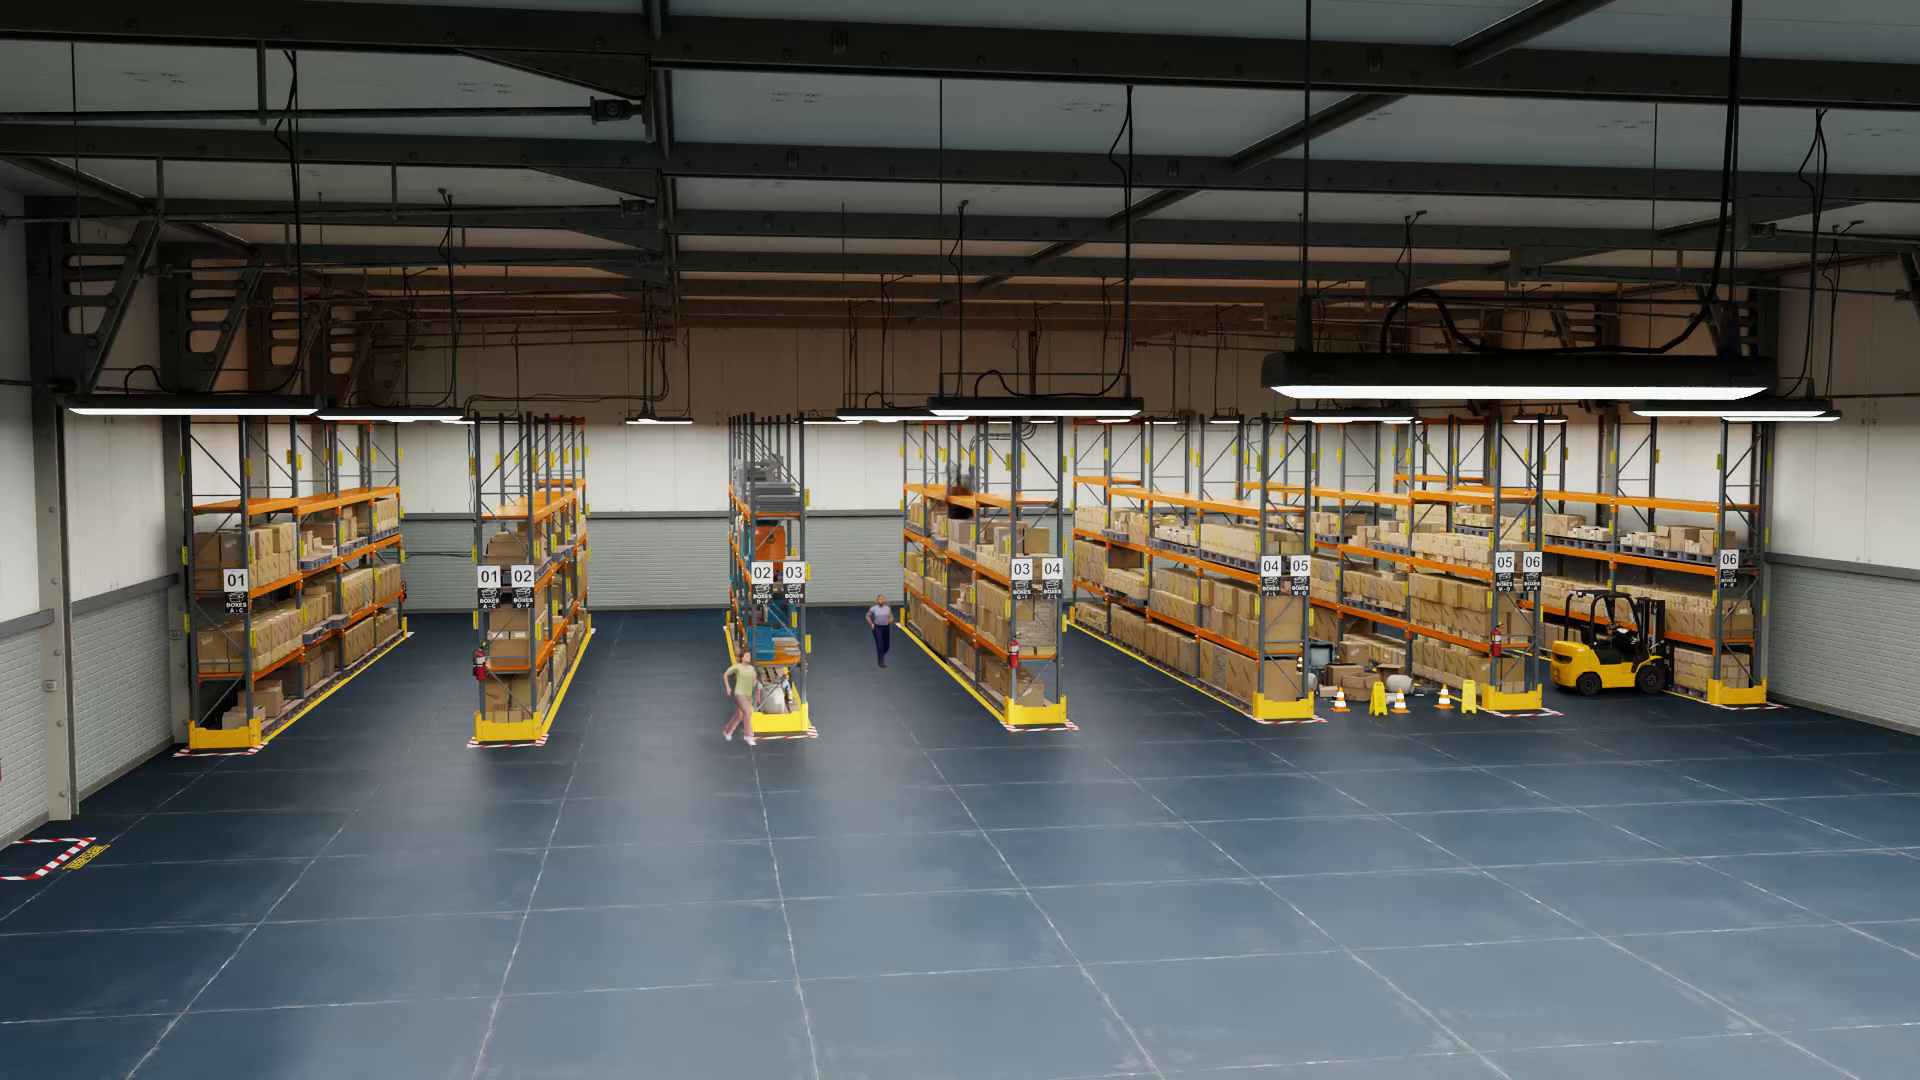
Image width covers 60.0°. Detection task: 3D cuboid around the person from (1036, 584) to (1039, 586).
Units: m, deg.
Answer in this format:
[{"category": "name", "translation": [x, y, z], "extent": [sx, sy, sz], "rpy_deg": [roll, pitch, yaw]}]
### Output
[{"category": "person", "translation": [2.033, 1.663, 48.863], "extent": [0.576, 1.522, 0.628], "rpy_deg": [-3, 5, -39]}]

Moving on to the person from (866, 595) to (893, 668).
[{"category": "person", "translation": [-1.797, 2.070, 37.724], "extent": [0.619, 1.646, 0.736], "rpy_deg": [-2, 4, -22]}]

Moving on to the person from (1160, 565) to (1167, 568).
[{"category": "person", "translation": [5.781, 1.589, 47.226], "extent": [0.661, 1.769, 0.955], "rpy_deg": [-1, 4, -18]}]

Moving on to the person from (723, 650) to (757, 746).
[{"category": "person", "translation": [-3.893, 2.831, 30.146], "extent": [0.872, 1.664, 0.583], "rpy_deg": [3, 5, 40]}]

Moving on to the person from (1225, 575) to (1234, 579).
[{"category": "person", "translation": [8.284, 1.397, 50.748], "extent": [1.005, 1.730, 0.773], "rpy_deg": [1, 4, 14]}]
